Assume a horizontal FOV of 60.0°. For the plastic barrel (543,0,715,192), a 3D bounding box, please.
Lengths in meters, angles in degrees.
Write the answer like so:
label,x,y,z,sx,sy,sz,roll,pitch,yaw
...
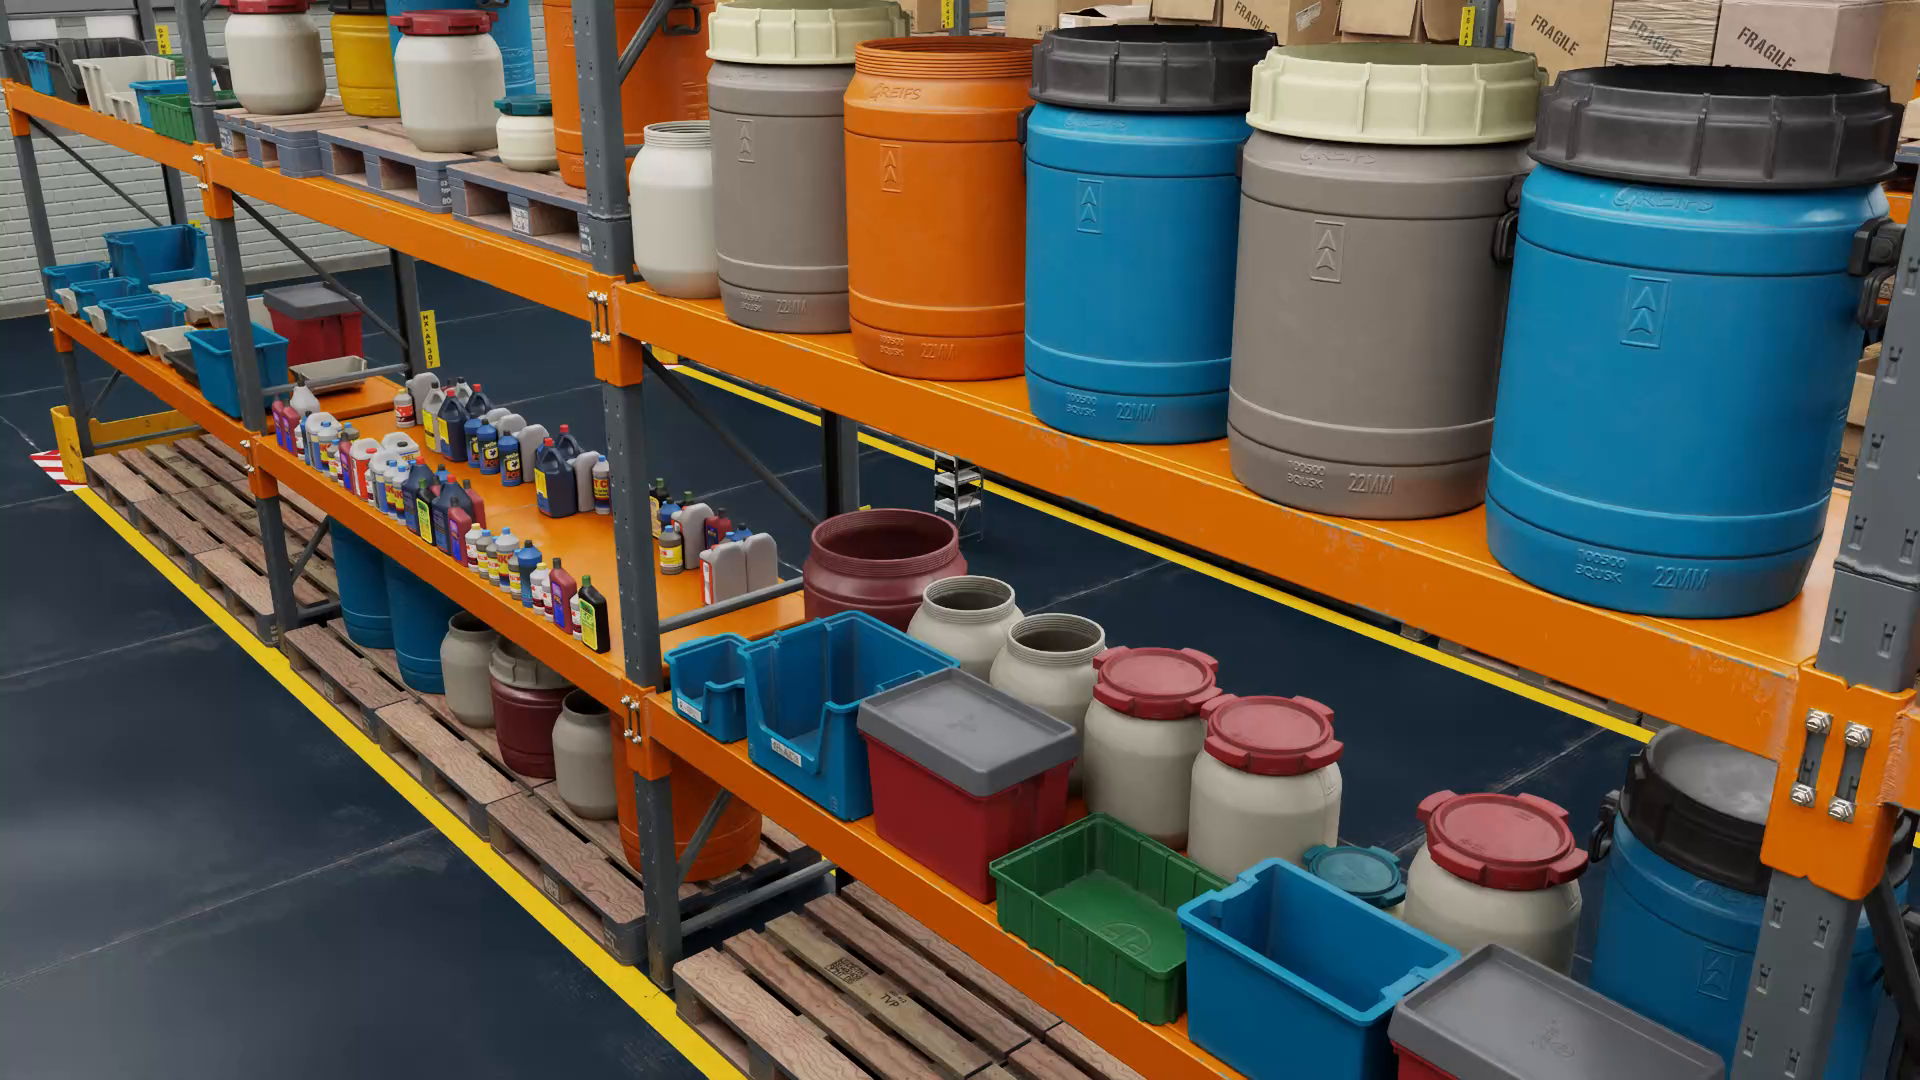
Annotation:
label,x,y,z,sx,sy,sz,roll,pitch,yaw
plastic barrel,-1.173,-1.715,5.971,0.600,0.830,0.708,-17,27,-37

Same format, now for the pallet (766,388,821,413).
label,x,y,z,sx,sy,sz,roll,pitch,yaw
pallet,-0.901,-1.317,14.056,1.003,0.211,1.213,-17,27,-37

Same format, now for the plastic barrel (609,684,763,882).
label,x,y,z,sx,sy,sz,roll,pitch,yaw
plastic barrel,-1.137,0.919,6.925,0.600,0.830,0.708,-17,27,-37

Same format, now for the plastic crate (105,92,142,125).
label,x,y,z,sx,sy,sz,roll,pitch,yaw
plastic crate,-4.534,-2.405,9.259,0.293,0.136,0.466,-17,27,-37

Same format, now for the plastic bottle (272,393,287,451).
label,x,y,z,sx,sy,sz,roll,pitch,yaw
plastic bottle,-3.499,-0.613,8.596,0.061,0.283,0.133,-17,27,-37

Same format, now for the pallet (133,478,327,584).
label,x,y,z,sx,sy,sz,roll,pitch,yaw
pallet,-4.725,-0.103,10.957,1.003,0.211,1.213,-17,27,-37

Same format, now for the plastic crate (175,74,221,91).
label,x,y,z,sx,sy,sz,roll,pitch,yaw
plastic crate,-4.489,-2.737,10.108,0.437,0.136,0.530,-17,27,-37

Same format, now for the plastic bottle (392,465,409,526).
label,x,y,z,sx,sy,sz,roll,pitch,yaw
plastic bottle,-2.527,-0.206,7.574,0.097,0.271,0.097,0,21,0

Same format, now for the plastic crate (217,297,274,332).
label,x,y,z,sx,sy,sz,roll,pitch,yaw
plastic crate,-4.272,-1.309,10.292,0.437,0.282,0.530,-17,27,-37

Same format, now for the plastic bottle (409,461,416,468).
label,x,y,z,sx,sy,sz,roll,pitch,yaw
plastic bottle,-2.564,-0.274,7.843,0.097,0.201,0.097,0,21,0

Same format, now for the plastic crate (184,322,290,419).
label,x,y,z,sx,sy,sz,roll,pitch,yaw
plastic crate,-3.978,-0.938,9.207,0.392,0.384,0.575,-17,27,-37

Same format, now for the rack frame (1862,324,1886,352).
label,x,y,z,sx,sy,sz,roll,pitch,yaw
rack frame,6.771,-2.097,12.225,1.000,3.000,0.127,-17,27,-37

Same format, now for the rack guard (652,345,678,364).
label,x,y,z,sx,sy,sz,roll,pitch,yaw
rack guard,-2.290,-1.997,15.397,1.175,0.500,0.348,-17,27,-37

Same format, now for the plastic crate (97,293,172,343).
label,x,y,z,sx,sy,sz,roll,pitch,yaw
plastic crate,-5.255,-1.415,10.631,0.416,0.233,0.300,-17,27,-37

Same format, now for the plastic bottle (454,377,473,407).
label,x,y,z,sx,sy,sz,roll,pitch,yaw
plastic bottle,-2.567,-0.671,8.652,0.144,0.351,0.185,-17,27,-37

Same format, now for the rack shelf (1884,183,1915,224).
label,x,y,z,sx,sy,sz,roll,pitch,yaw
rack shelf,4.253,-1.453,7.455,1.077,0.370,4.000,-17,27,-37

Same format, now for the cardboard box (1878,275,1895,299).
label,x,y,z,sx,sy,sz,roll,pitch,yaw
cardboard box,6.860,-1.955,11.726,0.500,0.500,0.500,-17,27,-37

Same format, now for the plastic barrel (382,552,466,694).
label,x,y,z,sx,sy,sz,roll,pitch,yaw
plastic barrel,-2.611,0.261,8.505,0.600,0.901,0.708,-17,27,-37

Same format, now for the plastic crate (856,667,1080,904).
label,x,y,z,sx,sy,sz,roll,pitch,yaw
plastic crate,0.019,0.725,4.934,0.402,0.464,0.583,-17,27,-37

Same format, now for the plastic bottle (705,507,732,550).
label,x,y,z,sx,sy,sz,roll,pitch,yaw
plastic bottle,-1.022,-0.009,7.054,0.061,0.283,0.133,-17,27,-37

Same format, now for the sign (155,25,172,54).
label,x,y,z,sx,sy,sz,roll,pitch,yaw
sign,-5.620,-3.459,11.732,0.100,0.325,0.005,-17,27,-37

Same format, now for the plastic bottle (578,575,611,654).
label,x,y,z,sx,sy,sz,roll,pitch,yaw
plastic bottle,-1.392,0.279,6.318,0.061,0.283,0.133,-17,27,-37

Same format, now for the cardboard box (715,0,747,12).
label,x,y,z,sx,sy,sz,roll,pitch,yaw
cardboard box,-1.618,-4.525,13.460,0.700,0.500,0.500,-19,28,-39

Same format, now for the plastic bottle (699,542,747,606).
label,x,y,z,sx,sy,sz,roll,pitch,yaw
plastic bottle,-0.957,0.132,6.703,0.152,0.276,0.135,-17,27,-37

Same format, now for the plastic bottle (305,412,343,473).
label,x,y,z,sx,sy,sz,roll,pitch,yaw
plastic bottle,-3.163,-0.493,8.299,0.152,0.276,0.135,-17,27,-37

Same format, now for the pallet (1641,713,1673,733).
label,x,y,z,sx,sy,sz,roll,pitch,yaw
pallet,4.249,0.907,8.378,1.003,0.211,1.213,-17,27,-37

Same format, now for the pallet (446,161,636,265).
label,x,y,z,sx,sy,sz,roll,pitch,yaw
pallet,-1.229,-1.308,6.357,1.003,0.211,1.213,-17,27,-37

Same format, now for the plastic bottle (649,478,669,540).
label,x,y,z,sx,sy,sz,roll,pitch,yaw
plastic bottle,-1.347,-0.147,7.405,0.061,0.283,0.133,-17,27,-37

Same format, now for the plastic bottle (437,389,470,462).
label,x,y,z,sx,sy,sz,roll,pitch,yaw
plastic bottle,-2.556,-0.586,8.434,0.144,0.351,0.185,-17,27,-37

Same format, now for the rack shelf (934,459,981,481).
label,x,y,z,sx,sy,sz,roll,pitch,yaw
rack shelf,-0.005,-0.474,10.805,0.258,0.077,0.200,-17,27,-37

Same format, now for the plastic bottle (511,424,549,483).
label,x,y,z,sx,sy,sz,roll,pitch,yaw
plastic bottle,-2.106,-0.439,8.162,0.152,0.276,0.135,-17,27,-37

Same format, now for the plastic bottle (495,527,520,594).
label,x,y,z,sx,sy,sz,roll,pitch,yaw
plastic bottle,-1.858,0.077,6.850,0.097,0.271,0.097,0,21,0

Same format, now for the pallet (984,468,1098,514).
label,x,y,z,sx,sy,sz,roll,pitch,yaw
pallet,0.898,-0.556,12.113,1.003,0.211,1.213,-17,27,-37

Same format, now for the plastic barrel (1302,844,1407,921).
label,x,y,z,sx,sy,sz,roll,pitch,yaw
plastic barrel,1.059,1.002,4.502,0.301,0.262,0.301,0,21,0

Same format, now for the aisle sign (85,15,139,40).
label,x,y,z,sx,sy,sz,roll,pitch,yaw
aisle sign,-5.851,-3.275,11.669,0.394,0.787,0.004,-17,27,-37

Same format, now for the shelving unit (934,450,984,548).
label,x,y,z,sx,sy,sz,roll,pitch,yaw
shelving unit,-0.005,-0.421,10.826,0.258,0.900,0.210,-17,27,-37

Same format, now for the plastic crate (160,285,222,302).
label,x,y,z,sx,sy,sz,roll,pitch,yaw
plastic crate,-5.179,-1.615,11.273,0.396,0.136,0.243,-17,27,-37

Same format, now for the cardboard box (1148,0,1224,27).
label,x,y,z,sx,sy,sz,roll,pitch,yaw
cardboard box,1.598,-3.144,10.067,0.797,0.503,0.637,-18,28,-38

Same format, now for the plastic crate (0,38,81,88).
label,x,y,z,sx,sy,sz,roll,pitch,yaw
plastic crate,-5.986,-3.138,10.950,0.497,0.269,0.590,-17,27,-37

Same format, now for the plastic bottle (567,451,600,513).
label,x,y,z,sx,sy,sz,roll,pitch,yaw
plastic bottle,-1.747,-0.287,7.774,0.152,0.276,0.135,-17,27,-37

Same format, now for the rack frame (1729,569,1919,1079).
label,x,y,z,sx,sy,sz,roll,pitch,yaw
rack frame,1.807,1.340,3.449,1.000,3.000,0.127,-17,27,-37

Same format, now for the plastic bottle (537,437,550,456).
label,x,y,z,sx,sy,sz,roll,pitch,yaw
plastic bottle,-1.969,-0.360,7.966,0.097,0.271,0.097,0,21,0

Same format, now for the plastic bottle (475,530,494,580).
label,x,y,z,sx,sy,sz,roll,pitch,yaw
plastic bottle,-1.985,0.056,7.001,0.097,0.201,0.097,0,21,0

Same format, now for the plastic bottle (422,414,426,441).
label,x,y,z,sx,sy,sz,roll,pitch,yaw
plastic bottle,-2.757,-0.610,8.701,0.097,0.201,0.097,0,21,0

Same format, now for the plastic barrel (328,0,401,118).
label,x,y,z,sx,sy,sz,roll,pitch,yaw
plastic barrel,-2.666,-2.346,7.914,0.600,0.588,0.600,0,21,0

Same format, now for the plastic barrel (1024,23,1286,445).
label,x,y,z,sx,sy,sz,roll,pitch,yaw
plastic barrel,0.457,-0.740,3.960,0.600,0.901,0.708,-17,27,-37

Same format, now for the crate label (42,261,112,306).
label,x,y,z,sx,sy,sz,roll,pitch,yaw
crate label,-6.115,-1.779,11.560,0.416,0.233,0.303,-17,27,-37

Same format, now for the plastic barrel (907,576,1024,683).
label,x,y,z,sx,sy,sz,roll,pitch,yaw
plastic barrel,0.029,0.416,5.655,0.421,0.512,0.421,0,21,0

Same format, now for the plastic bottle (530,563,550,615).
label,x,y,z,sx,sy,sz,roll,pitch,yaw
plastic bottle,-1.667,0.190,6.657,0.097,0.201,0.097,0,21,0

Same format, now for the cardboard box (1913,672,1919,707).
label,x,y,z,sx,sy,sz,roll,pitch,yaw
cardboard box,4.512,0.655,8.024,0.500,0.500,0.700,20,29,41

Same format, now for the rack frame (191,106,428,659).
label,x,y,z,sx,sy,sz,roll,pitch,yaw
rack frame,-3.415,-0.870,9.093,1.000,3.000,0.127,-17,27,-37

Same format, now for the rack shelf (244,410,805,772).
label,x,y,z,sx,sy,sz,roll,pitch,yaw
rack shelf,-2.110,0.017,7.813,1.077,0.370,4.000,-17,27,-37

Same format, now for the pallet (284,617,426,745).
label,x,y,z,sx,sy,sz,roll,pitch,yaw
pallet,-2.943,0.651,9.032,1.003,0.211,1.213,-17,27,-37

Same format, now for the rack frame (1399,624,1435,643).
label,x,y,z,sx,sy,sz,roll,pitch,yaw
rack frame,2.948,-0.944,9.281,1.000,3.000,0.127,-17,27,-37

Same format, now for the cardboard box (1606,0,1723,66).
label,x,y,z,sx,sy,sz,roll,pitch,yaw
cardboard box,3.388,-2.288,7.777,0.500,0.500,0.500,-17,27,-37
